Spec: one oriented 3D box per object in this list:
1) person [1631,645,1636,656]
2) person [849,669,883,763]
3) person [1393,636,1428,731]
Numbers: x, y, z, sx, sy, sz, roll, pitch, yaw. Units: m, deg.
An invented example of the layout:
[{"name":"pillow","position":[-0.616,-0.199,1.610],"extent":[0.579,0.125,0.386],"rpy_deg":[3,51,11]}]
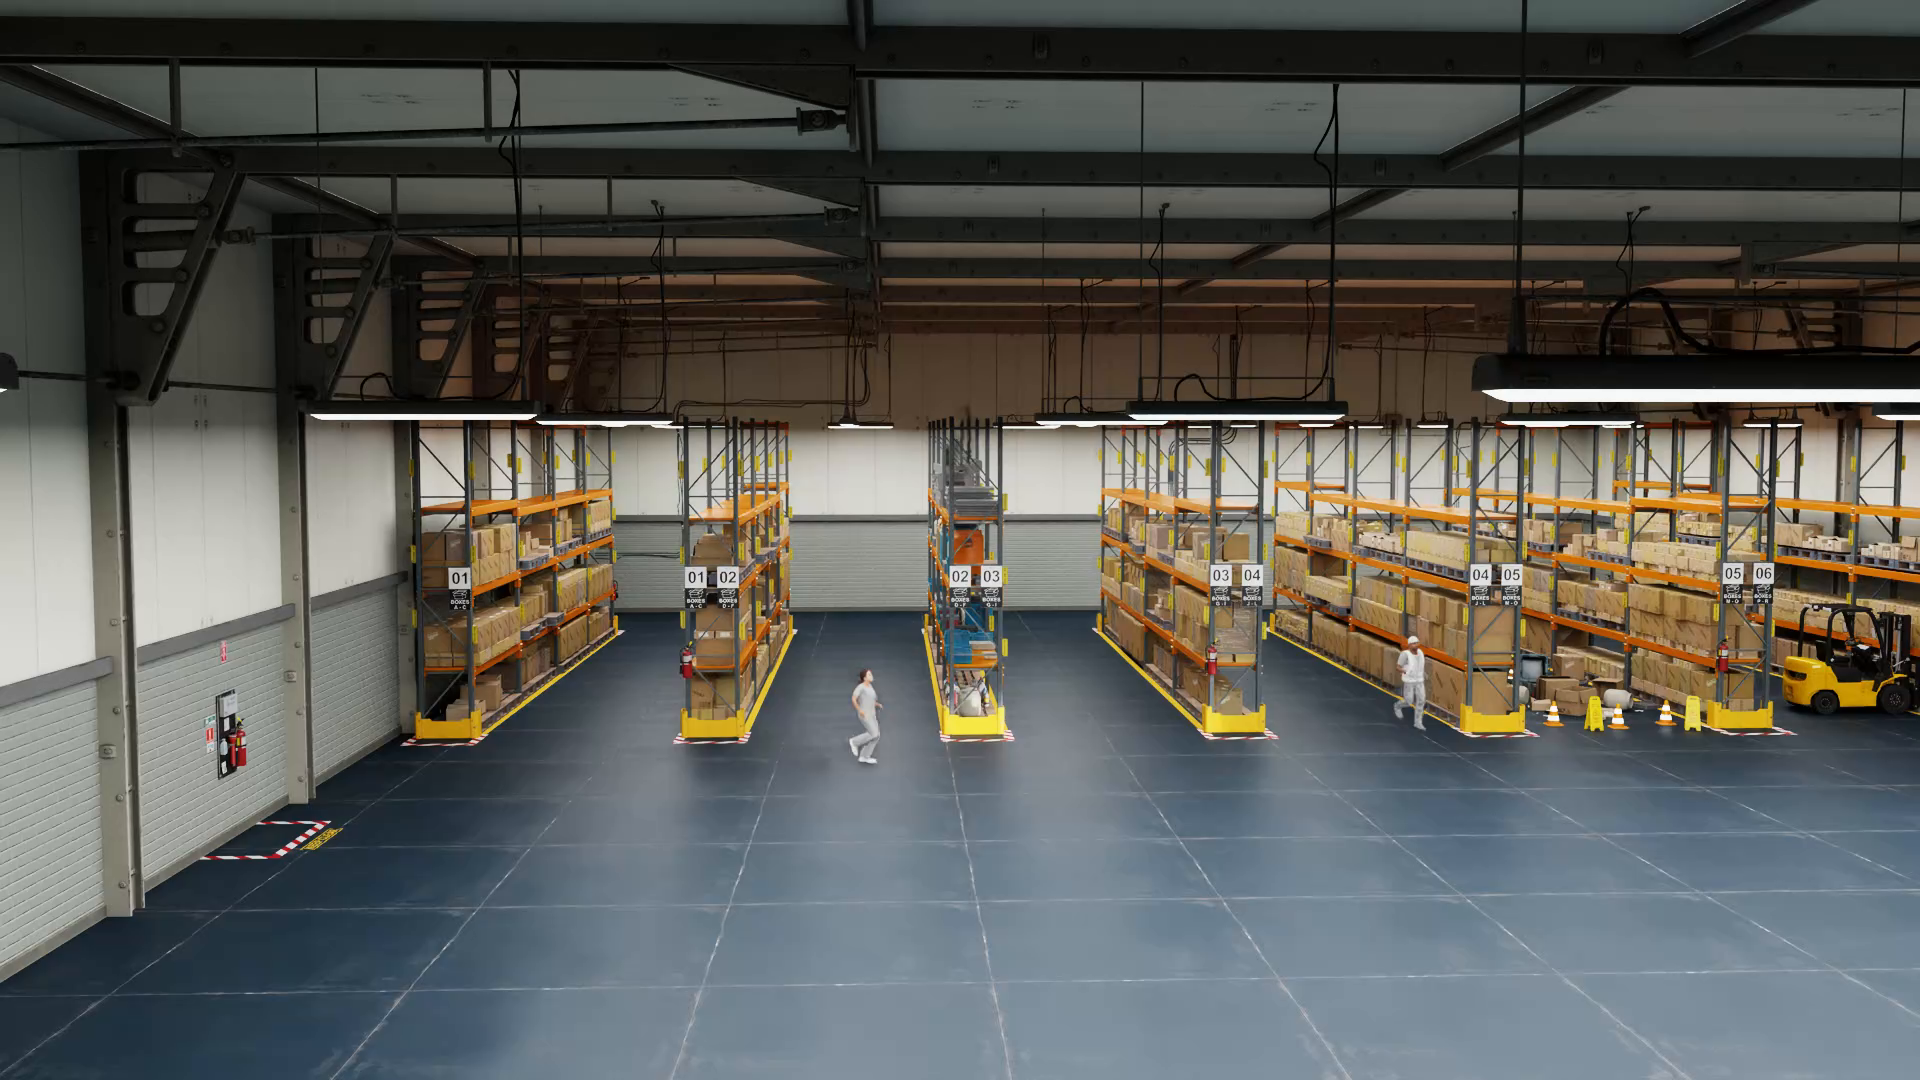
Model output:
[{"name":"person","position":[17.119,2.102,42.260],"extent":[0.644,1.727,0.580],"rpy_deg":[0,4,-6]},{"name":"person","position":[-1.617,3.036,28.744],"extent":[0.547,1.624,0.611],"rpy_deg":[2,4,25]},{"name":"person","position":[8.752,2.750,32.219],"extent":[0.686,1.790,0.900],"rpy_deg":[-1,4,-19]}]
